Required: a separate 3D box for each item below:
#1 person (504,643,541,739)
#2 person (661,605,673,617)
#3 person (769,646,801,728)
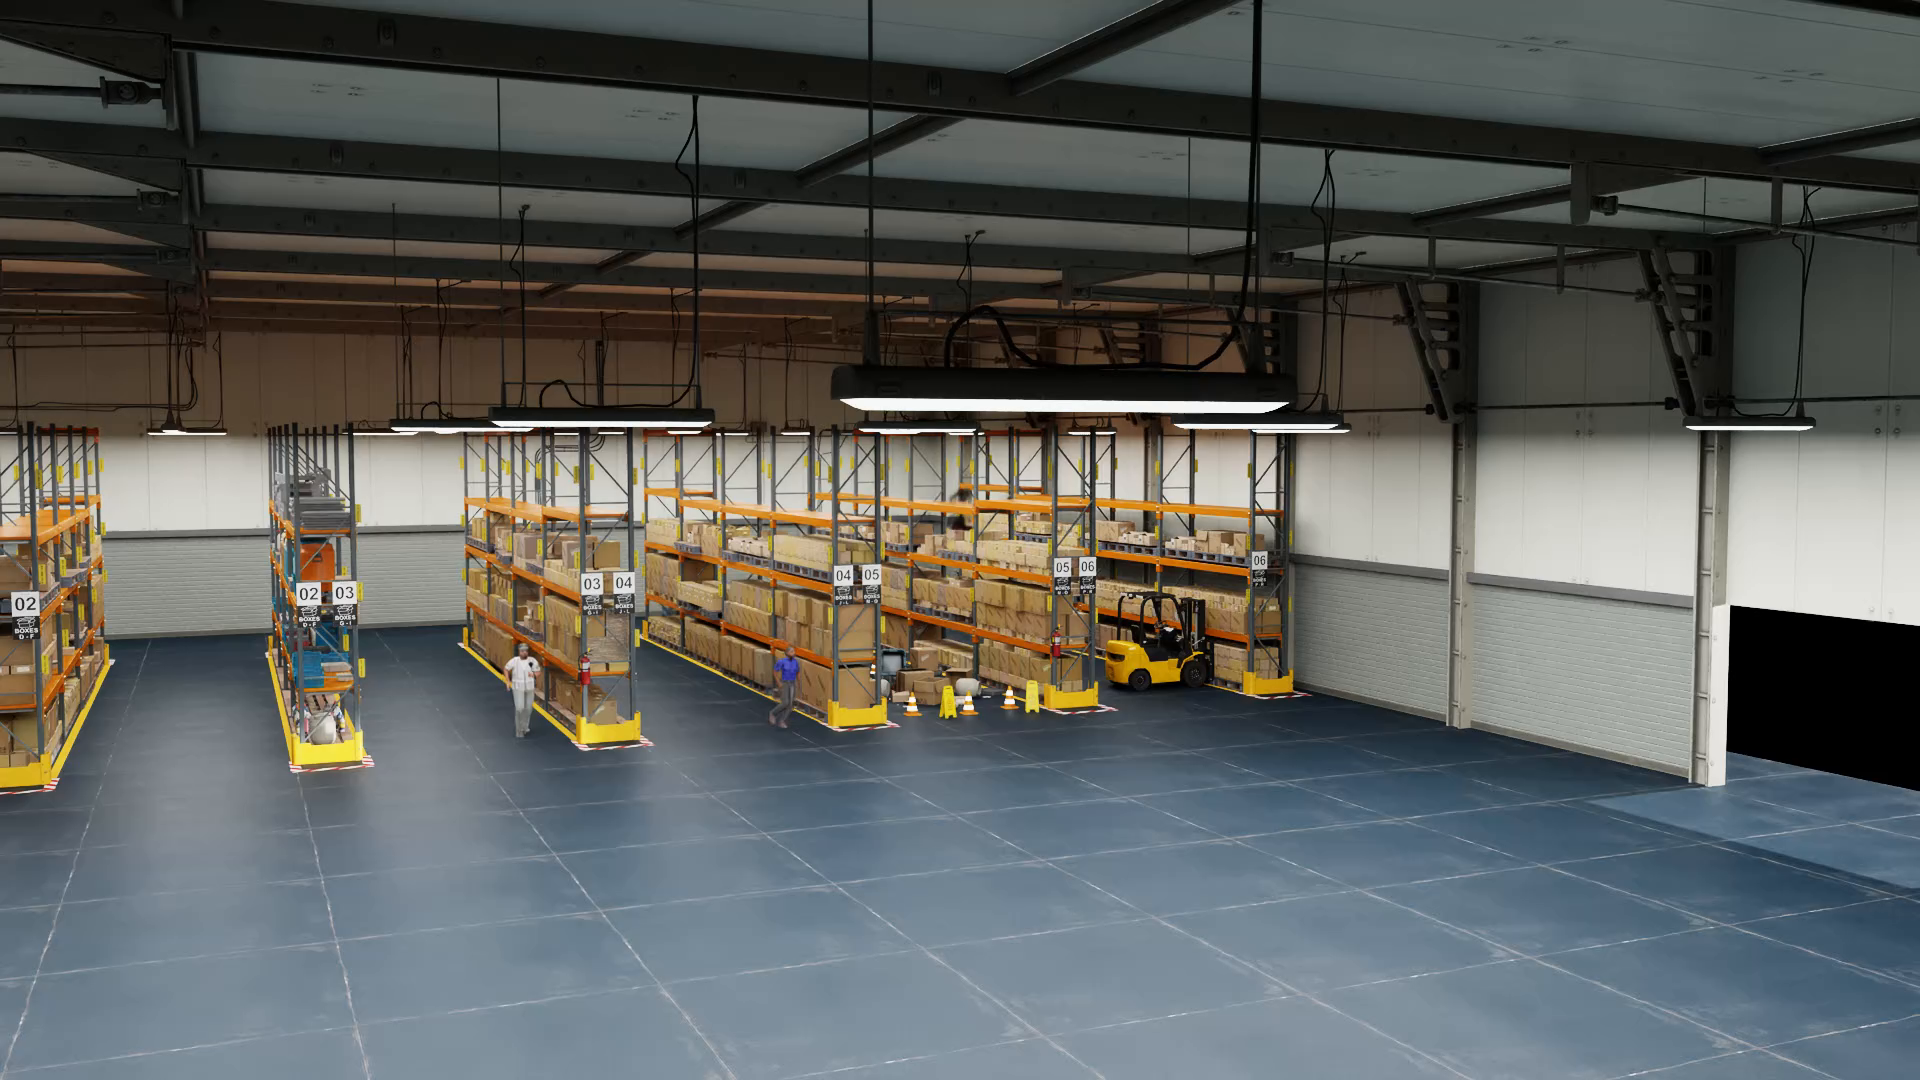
[{"bbox_3d":[-8.383,2.882,31.954,0.631,1.827,0.775,-2,4,-28],"label":"person"},{"bbox_3d":[-8.541,1.873,49.010,0.609,1.714,0.697,-2,4,-29],"label":"person"},{"bbox_3d":[-3.421,2.905,32.988,0.612,1.600,0.536,-3,5,-42],"label":"person"}]
